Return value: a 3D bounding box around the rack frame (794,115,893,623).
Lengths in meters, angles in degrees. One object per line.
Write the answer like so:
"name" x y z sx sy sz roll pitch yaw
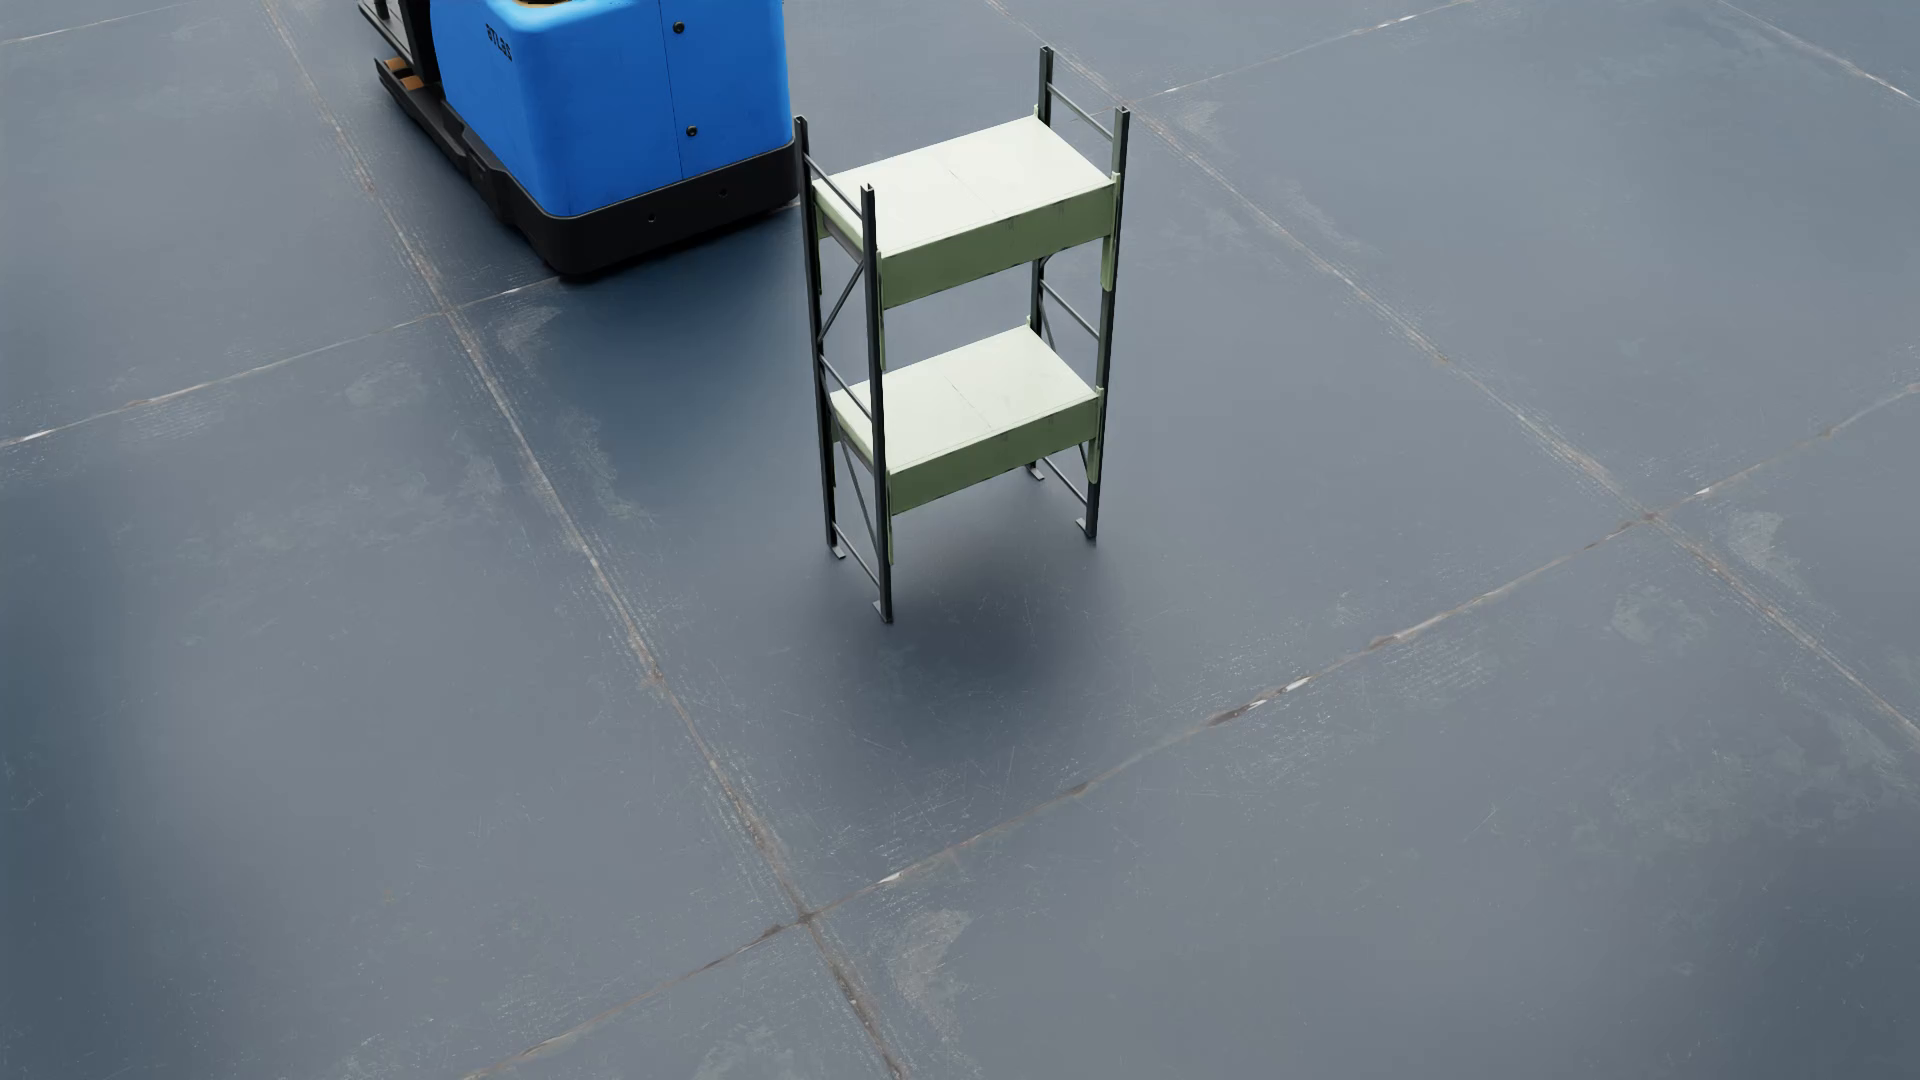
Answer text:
"rack frame" -0.312 -0.414 4.599 0.023 1.500 0.400 -22 48 -21

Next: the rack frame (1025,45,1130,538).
"rack frame" 0.323 -0.668 4.861 0.023 1.500 0.400 -22 48 -21

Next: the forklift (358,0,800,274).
"forklift" -1.867 -3.035 6.273 1.130 2.935 3.031 -25 49 -24

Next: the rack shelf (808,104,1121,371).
"rack shelf" 0.006 -0.821 4.458 0.720 0.370 0.431 -22 48 -21

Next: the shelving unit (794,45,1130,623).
"shelving unit" 0.006 -0.541 4.730 0.755 1.500 0.431 -22 48 -21

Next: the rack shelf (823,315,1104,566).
"rack shelf" 0.006 -0.307 4.957 0.720 0.370 0.431 -22 48 -21
